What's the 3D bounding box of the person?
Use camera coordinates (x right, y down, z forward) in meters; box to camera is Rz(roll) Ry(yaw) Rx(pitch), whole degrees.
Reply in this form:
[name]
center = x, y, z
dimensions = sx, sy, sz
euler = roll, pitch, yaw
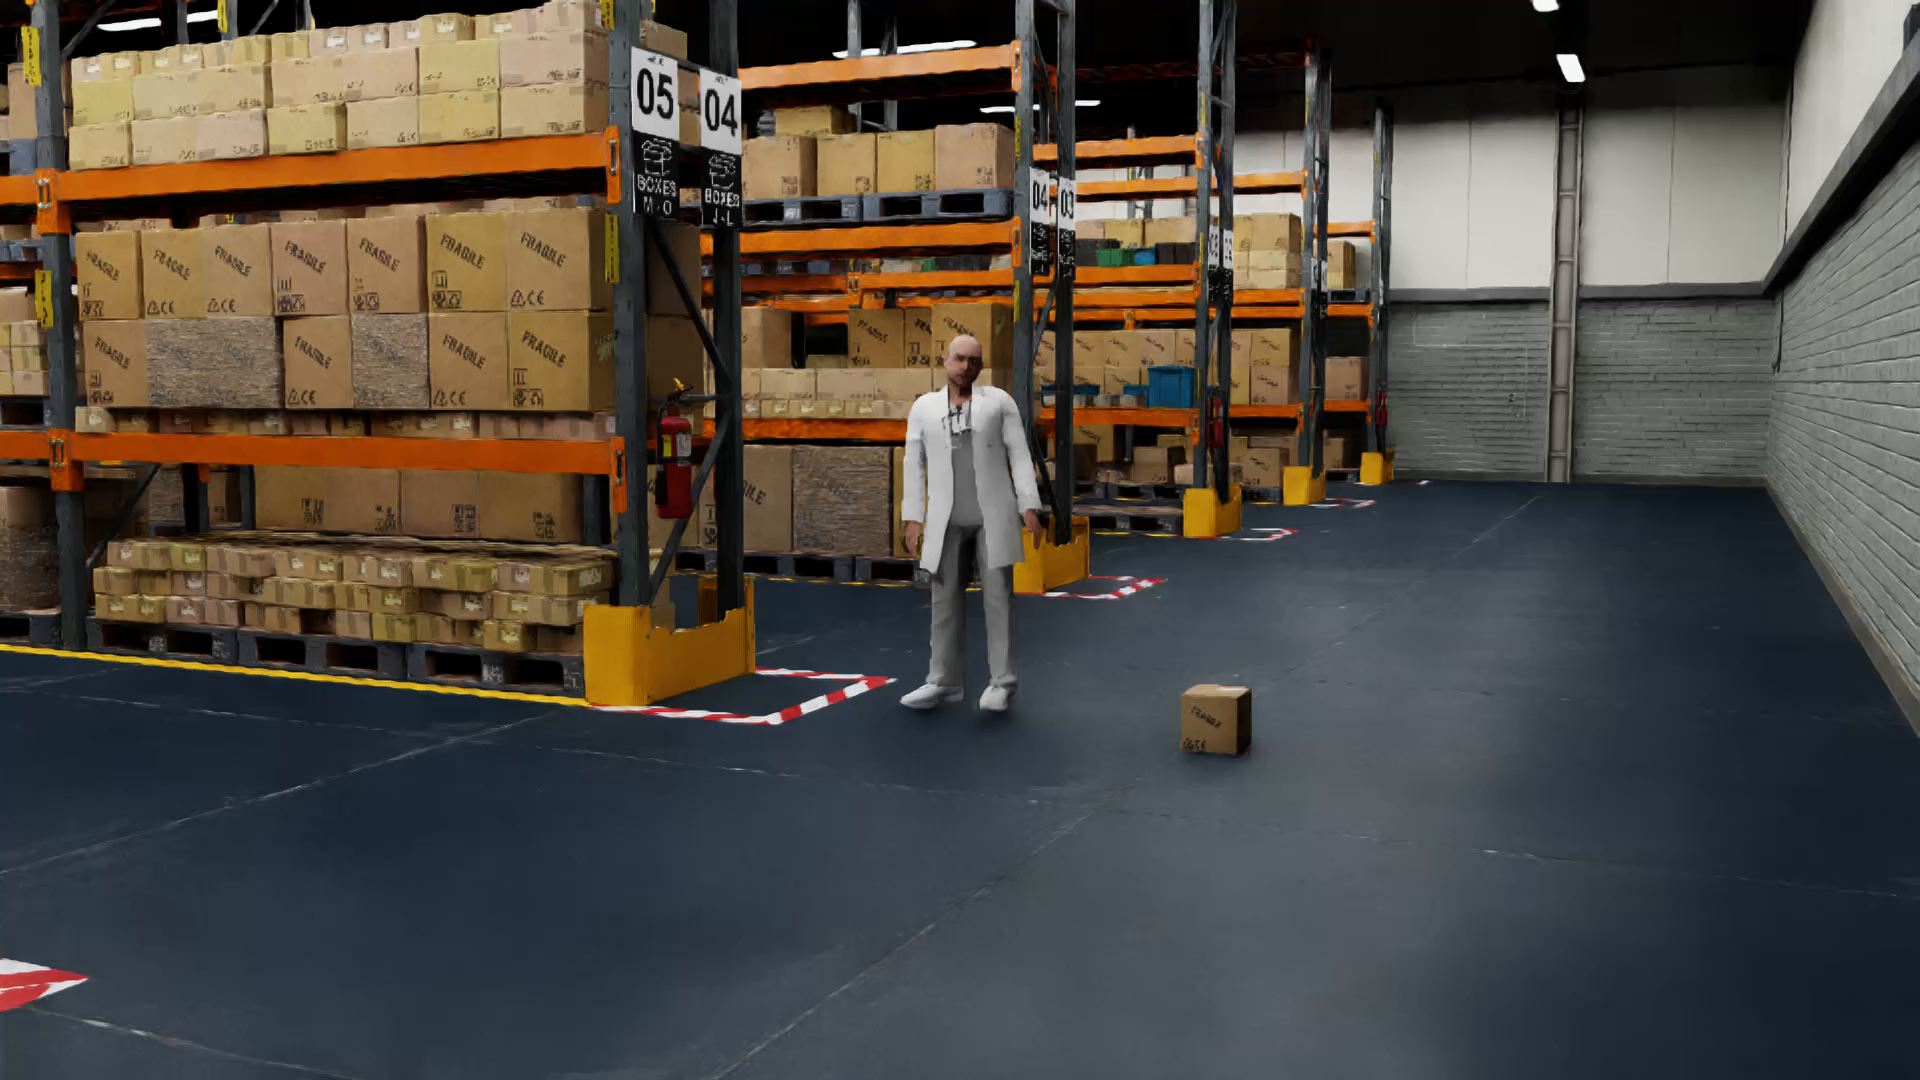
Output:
[person]
center = 0.049, -0.078, 7.936
dimensions = 0.692, 1.795, 0.434
euler = 1, 6, 10
